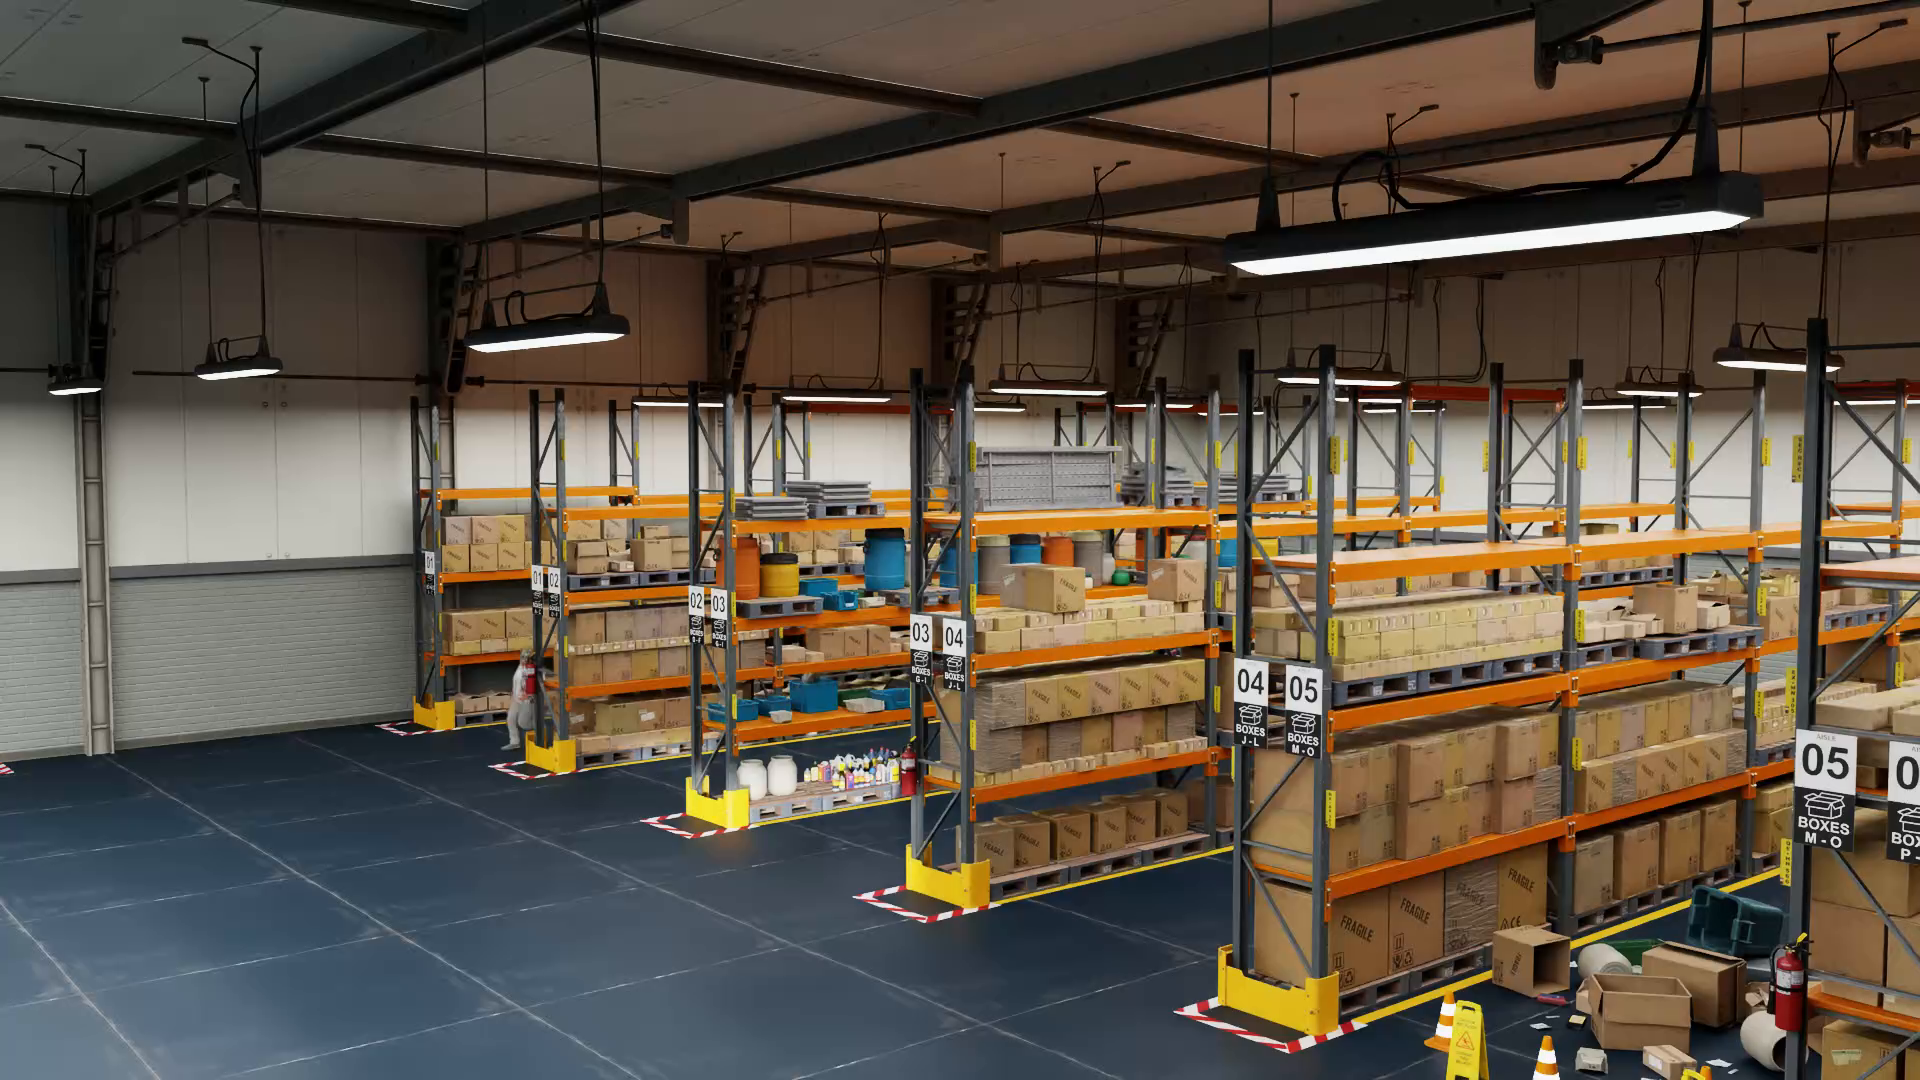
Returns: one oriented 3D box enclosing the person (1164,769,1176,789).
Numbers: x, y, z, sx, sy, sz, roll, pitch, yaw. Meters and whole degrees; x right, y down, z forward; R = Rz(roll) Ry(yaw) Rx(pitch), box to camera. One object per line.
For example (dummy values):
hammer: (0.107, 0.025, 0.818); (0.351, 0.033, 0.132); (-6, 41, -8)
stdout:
person: (2.958, 2.920, 24.296); (0.786, 1.747, 0.540); (-3, 5, -44)

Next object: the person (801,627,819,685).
person: (-2.813, 2.485, 31.807); (0.573, 1.630, 0.565); (-2, 4, -34)

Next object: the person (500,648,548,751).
person: (-7.234, 2.664, 27.920); (0.720, 1.732, 0.780); (3, 5, 43)
